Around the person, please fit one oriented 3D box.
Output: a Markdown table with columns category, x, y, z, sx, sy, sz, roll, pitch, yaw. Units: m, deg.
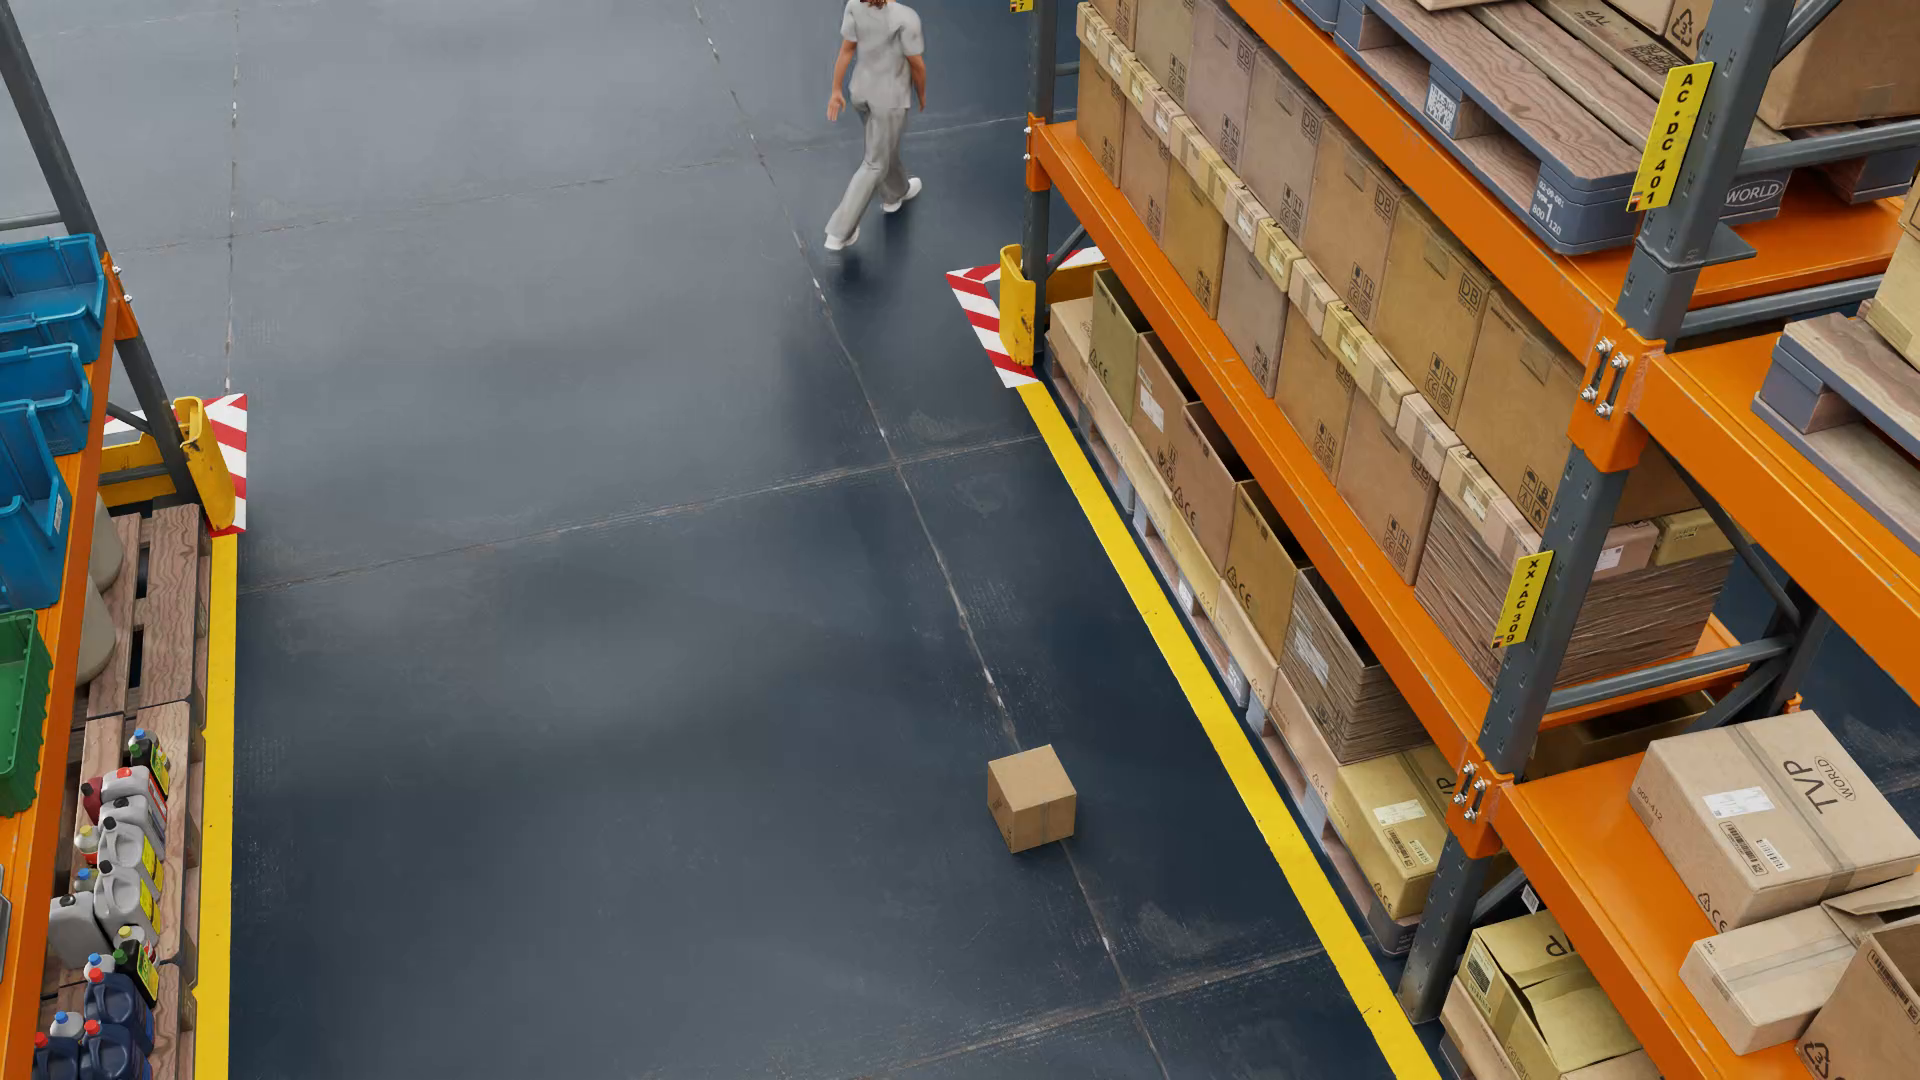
| category | x | y | z | sx | sy | sz | roll | pitch | yaw |
| --- | --- | --- | --- | --- | --- | --- | --- | --- | --- |
| person | -0.403 | -2.315 | 8.700 | 0.494 | 1.626 | 0.926 | 26 | 49 | 26 |
